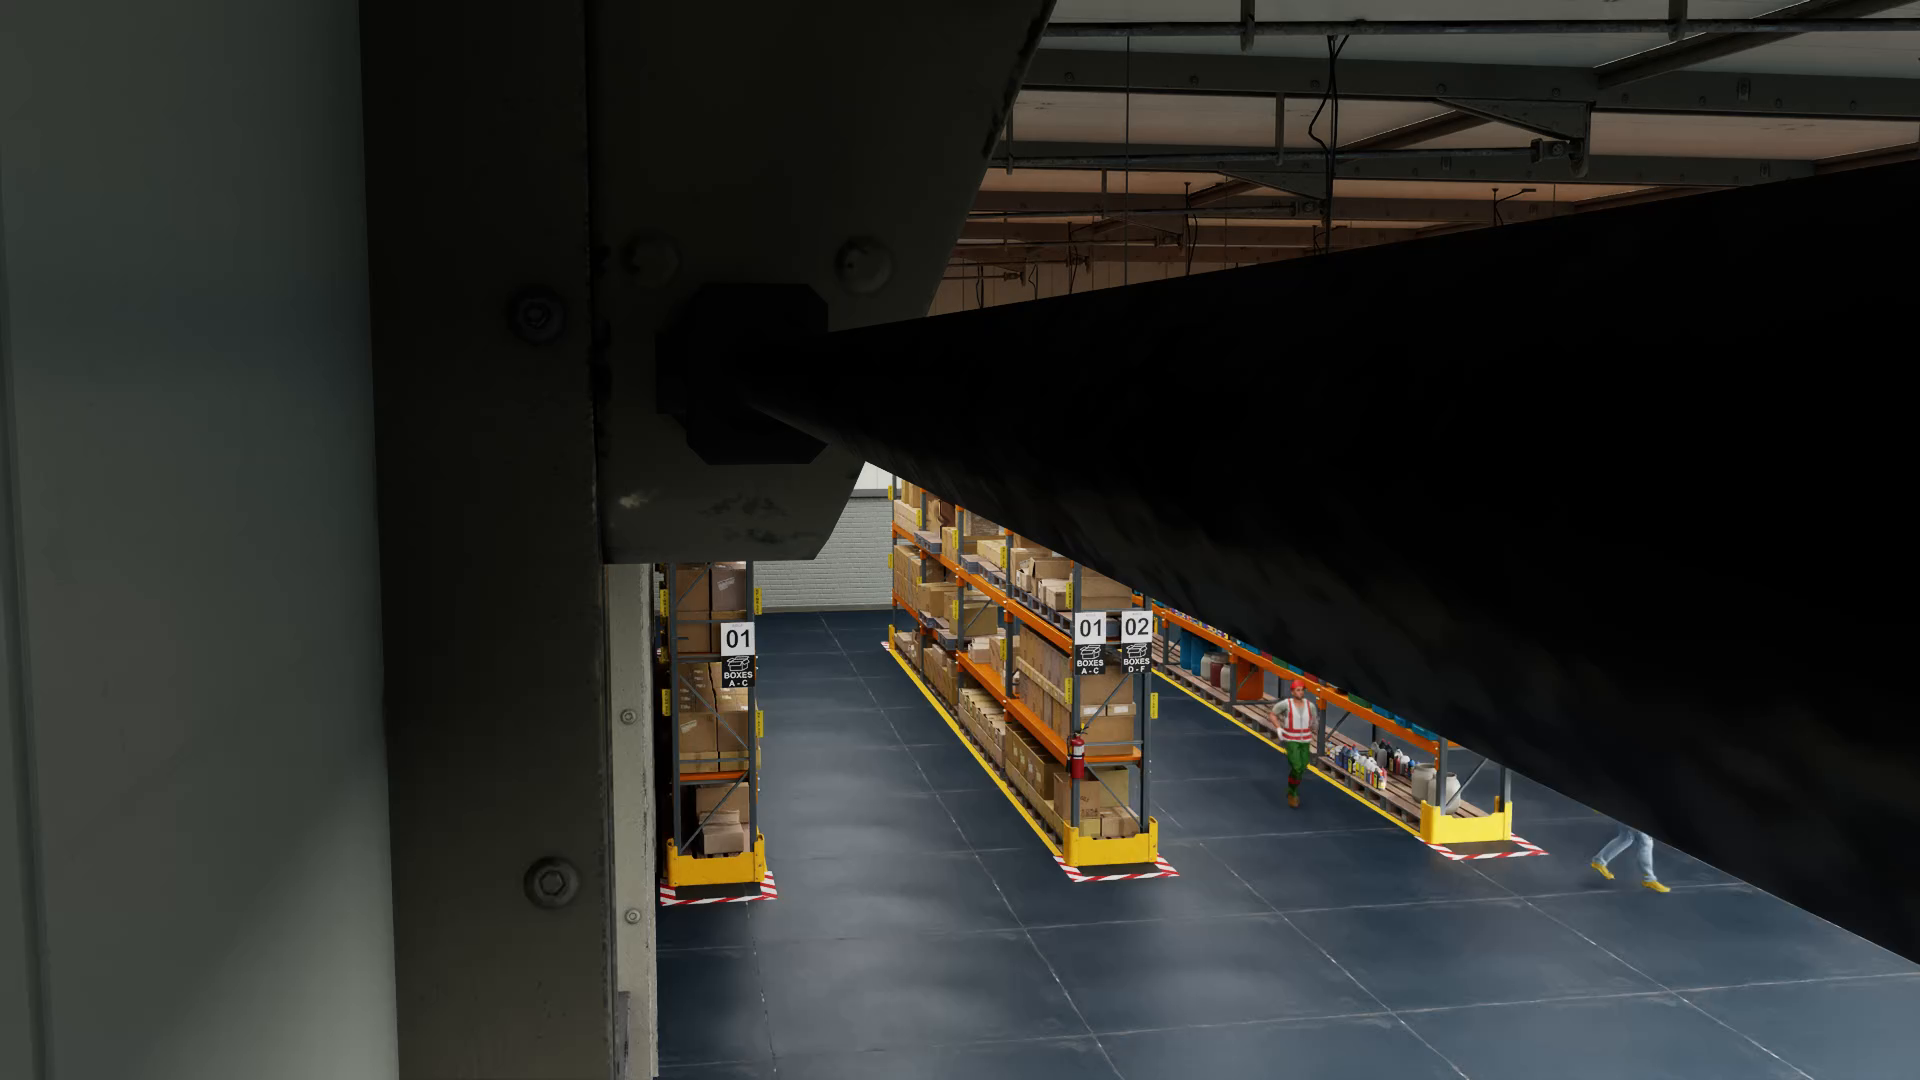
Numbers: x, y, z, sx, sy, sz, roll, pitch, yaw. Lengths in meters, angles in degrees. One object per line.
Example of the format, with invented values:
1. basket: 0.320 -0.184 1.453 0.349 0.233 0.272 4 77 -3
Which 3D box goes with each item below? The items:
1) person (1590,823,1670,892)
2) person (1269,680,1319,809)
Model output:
1. person: 8.058 3.269 19.924 0.914 1.768 0.689 3 7 29
2. person: 4.799 2.898 23.616 0.634 1.822 0.693 -2 6 -15
